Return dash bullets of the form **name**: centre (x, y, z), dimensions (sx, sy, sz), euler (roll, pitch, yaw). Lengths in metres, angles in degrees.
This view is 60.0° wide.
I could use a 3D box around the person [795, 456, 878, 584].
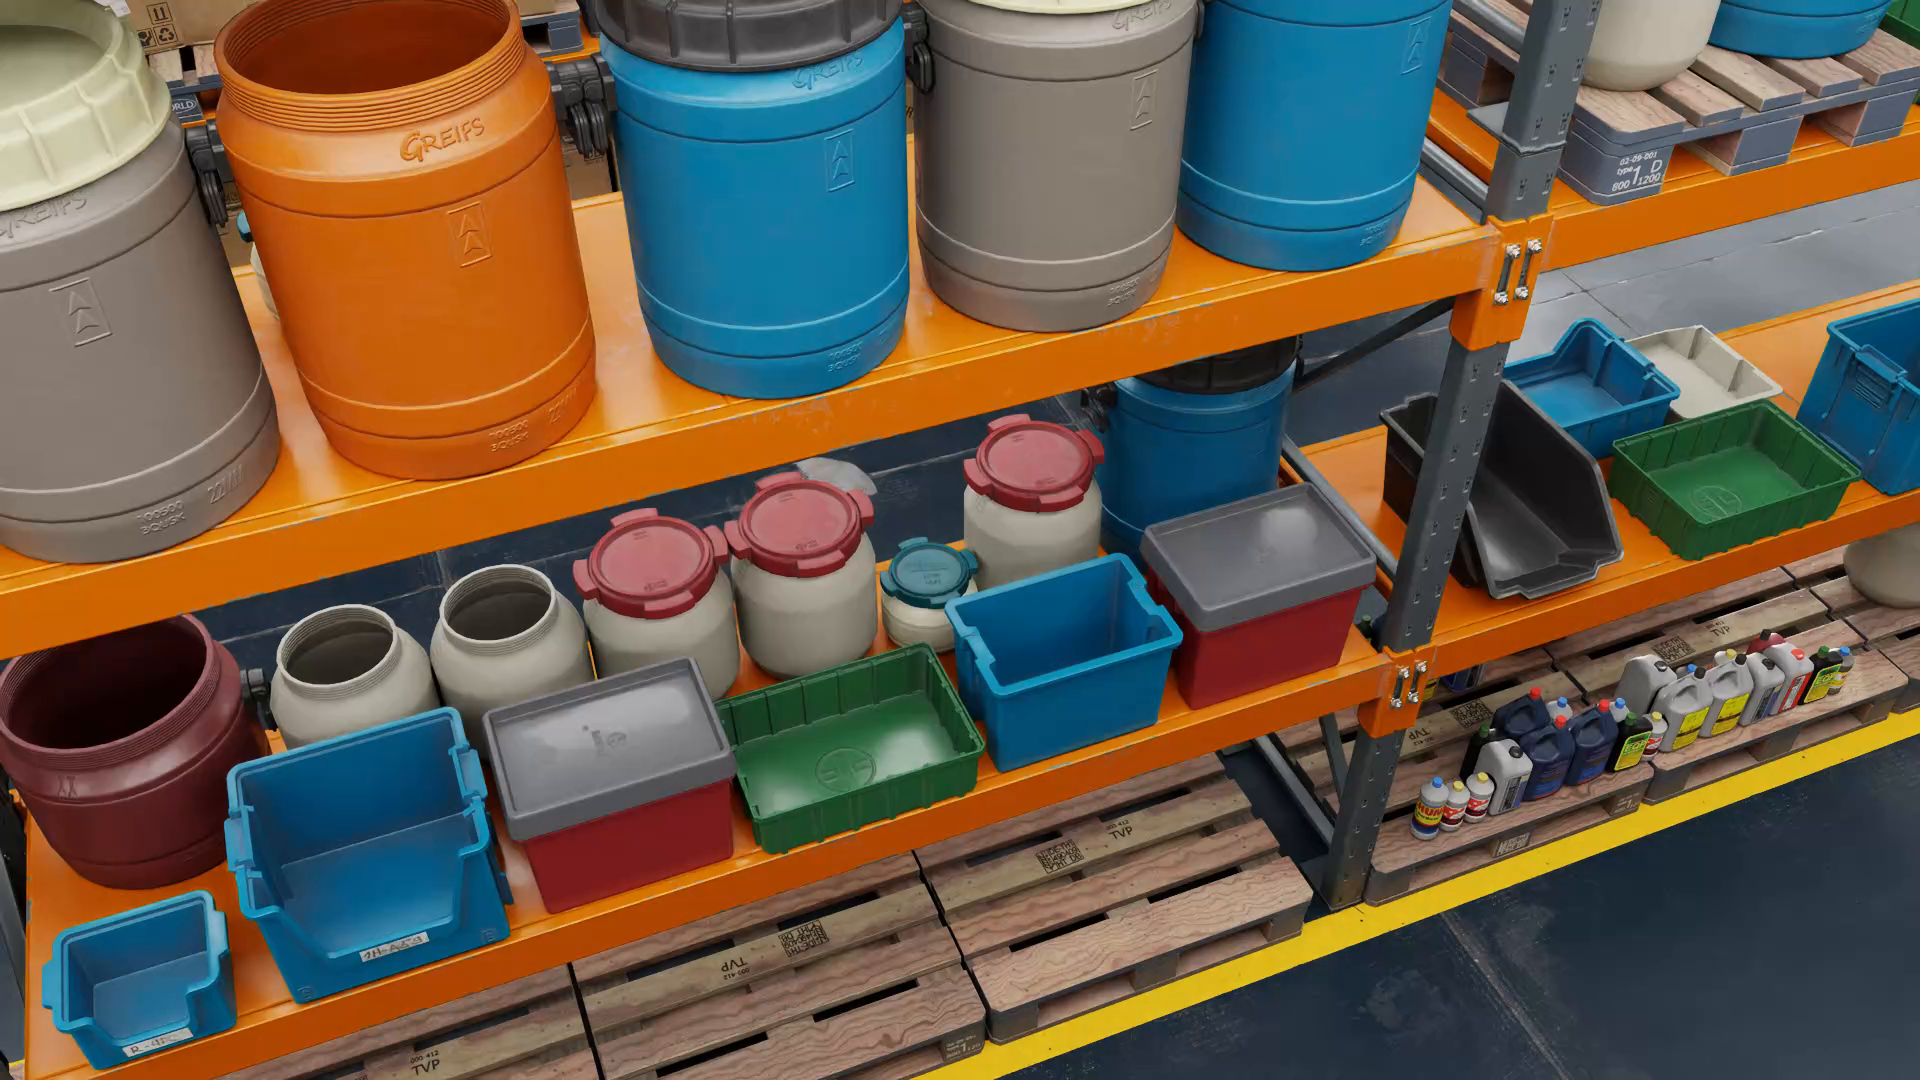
- **person**: centre (-0.519, 0.424, 5.673), dimensions (0.518, 1.691, 0.446), euler (-16, 44, -17)
